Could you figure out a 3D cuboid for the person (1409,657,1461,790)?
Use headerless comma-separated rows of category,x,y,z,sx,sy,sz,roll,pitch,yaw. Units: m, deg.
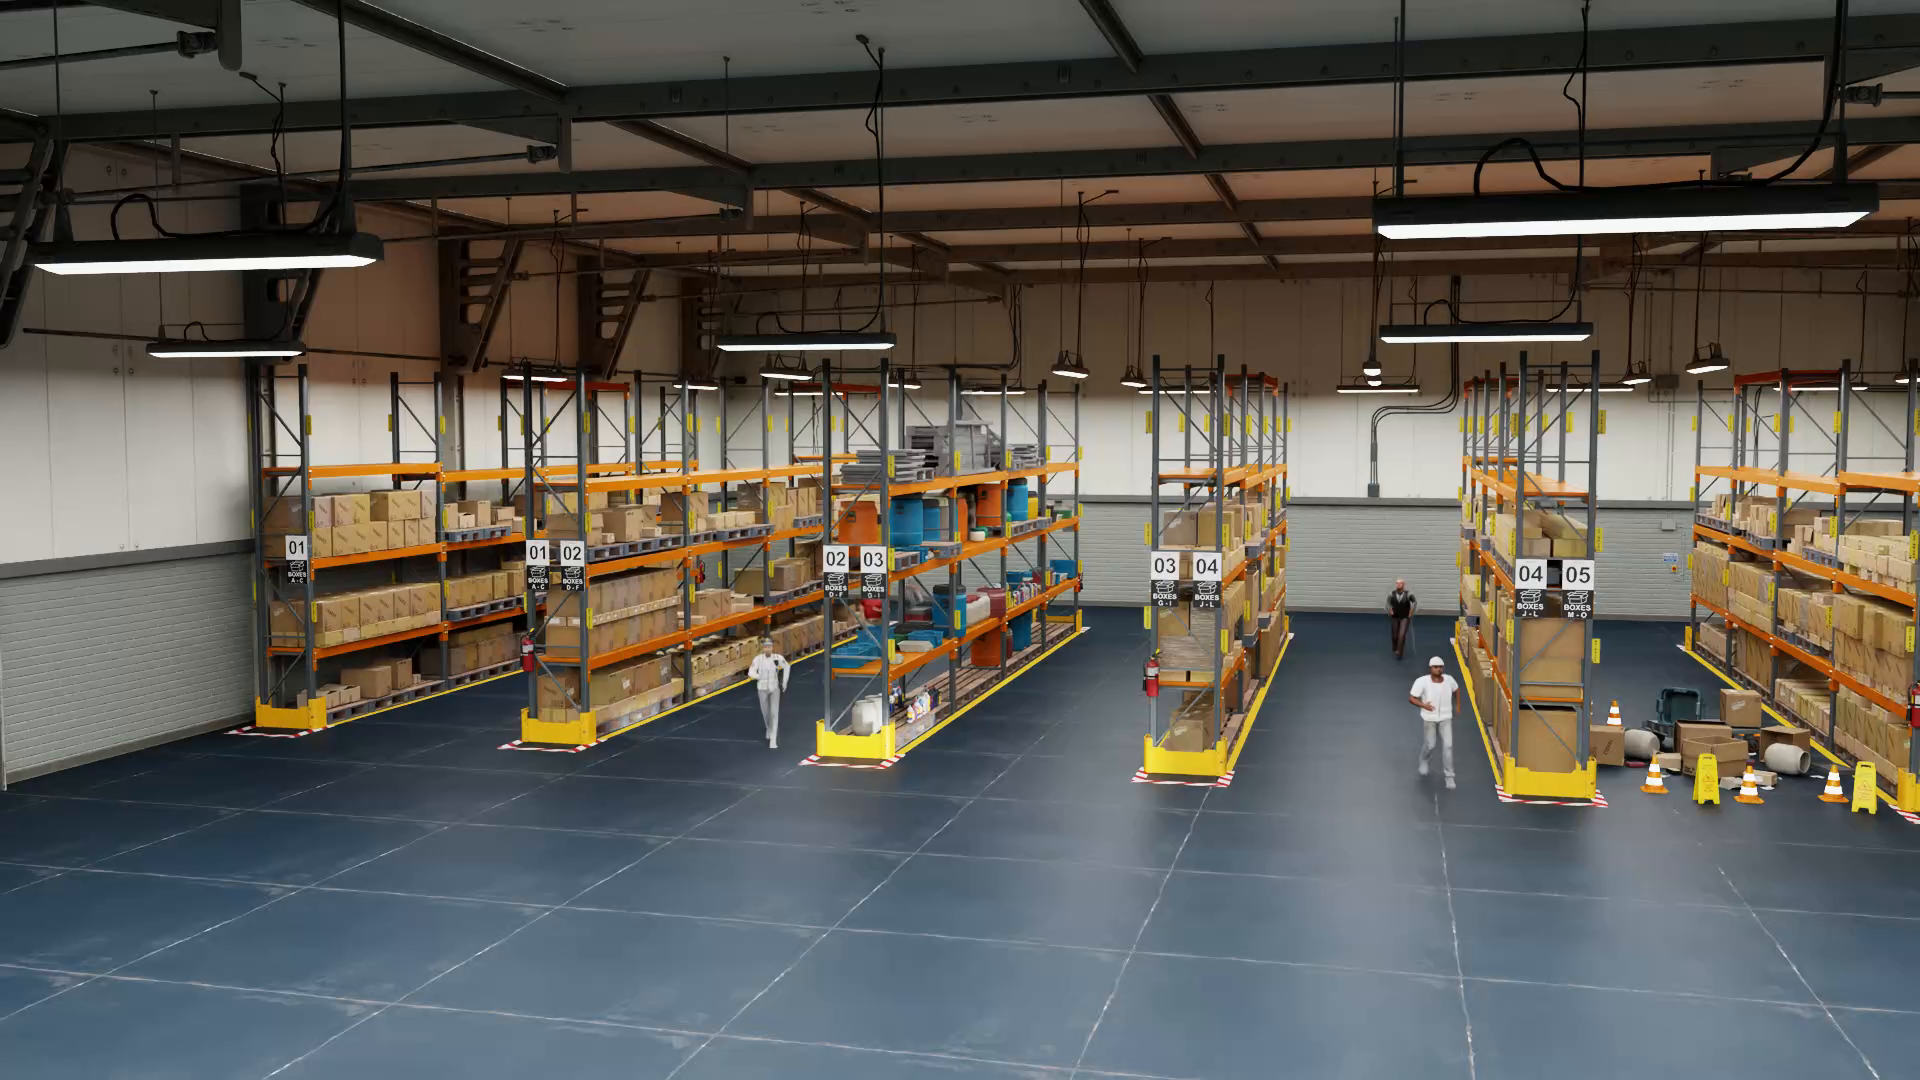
person,6.658,2.512,23.266,0.757,1.795,0.911,0,4,-3

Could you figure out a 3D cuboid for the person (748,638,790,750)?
person,-2.995,2.371,26.080,0.635,1.722,0.865,0,4,0

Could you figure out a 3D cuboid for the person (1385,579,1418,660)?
person,9.492,1.699,35.785,0.670,1.717,0.830,2,4,22

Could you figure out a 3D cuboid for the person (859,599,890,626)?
person,-1.772,1.760,34.322,0.651,1.756,0.929,0,4,3

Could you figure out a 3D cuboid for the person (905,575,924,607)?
person,-1.221,1.310,42.205,0.520,1.522,0.518,-4,5,-44
